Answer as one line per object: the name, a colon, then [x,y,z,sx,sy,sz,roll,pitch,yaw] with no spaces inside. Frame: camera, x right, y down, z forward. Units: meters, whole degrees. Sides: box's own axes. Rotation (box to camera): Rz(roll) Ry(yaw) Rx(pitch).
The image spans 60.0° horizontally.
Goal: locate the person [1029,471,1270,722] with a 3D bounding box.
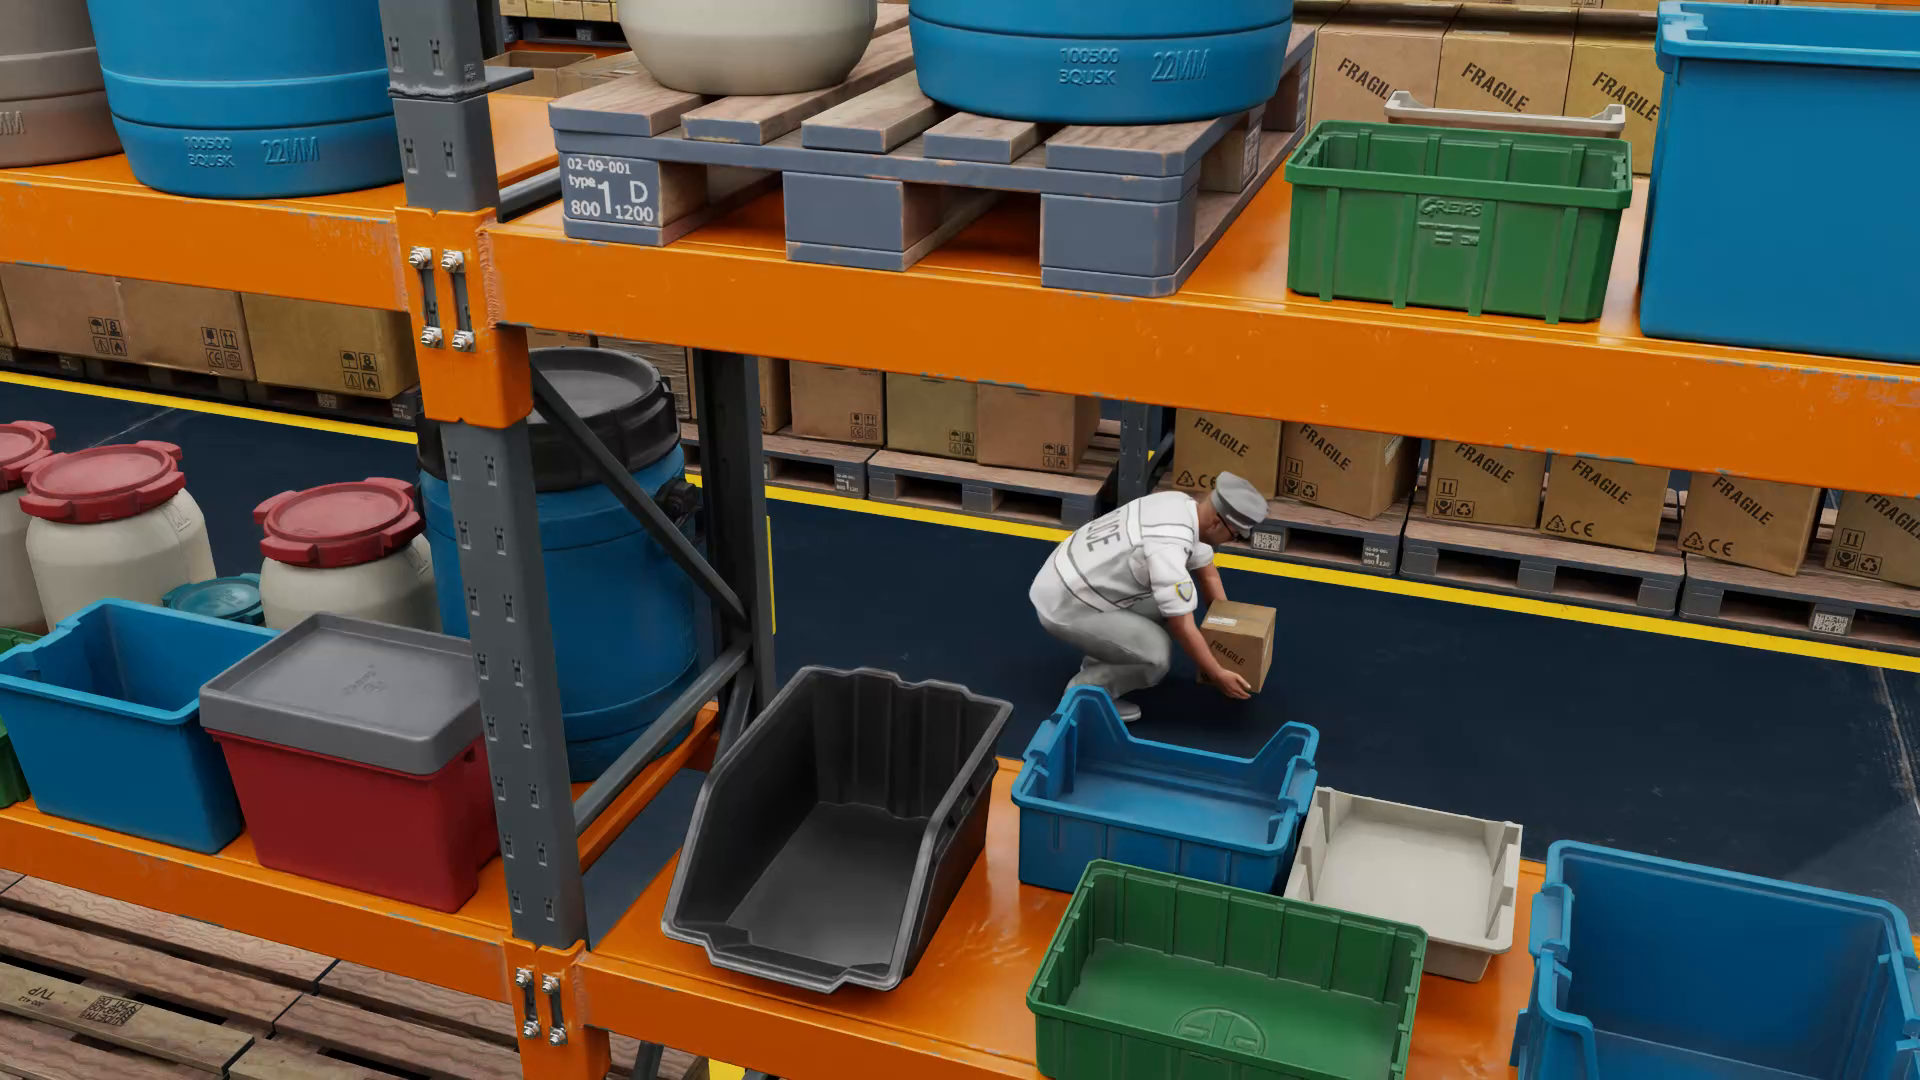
person: [0.745,0.198,6.565,0.910,1.007,0.564,9,27,18]
